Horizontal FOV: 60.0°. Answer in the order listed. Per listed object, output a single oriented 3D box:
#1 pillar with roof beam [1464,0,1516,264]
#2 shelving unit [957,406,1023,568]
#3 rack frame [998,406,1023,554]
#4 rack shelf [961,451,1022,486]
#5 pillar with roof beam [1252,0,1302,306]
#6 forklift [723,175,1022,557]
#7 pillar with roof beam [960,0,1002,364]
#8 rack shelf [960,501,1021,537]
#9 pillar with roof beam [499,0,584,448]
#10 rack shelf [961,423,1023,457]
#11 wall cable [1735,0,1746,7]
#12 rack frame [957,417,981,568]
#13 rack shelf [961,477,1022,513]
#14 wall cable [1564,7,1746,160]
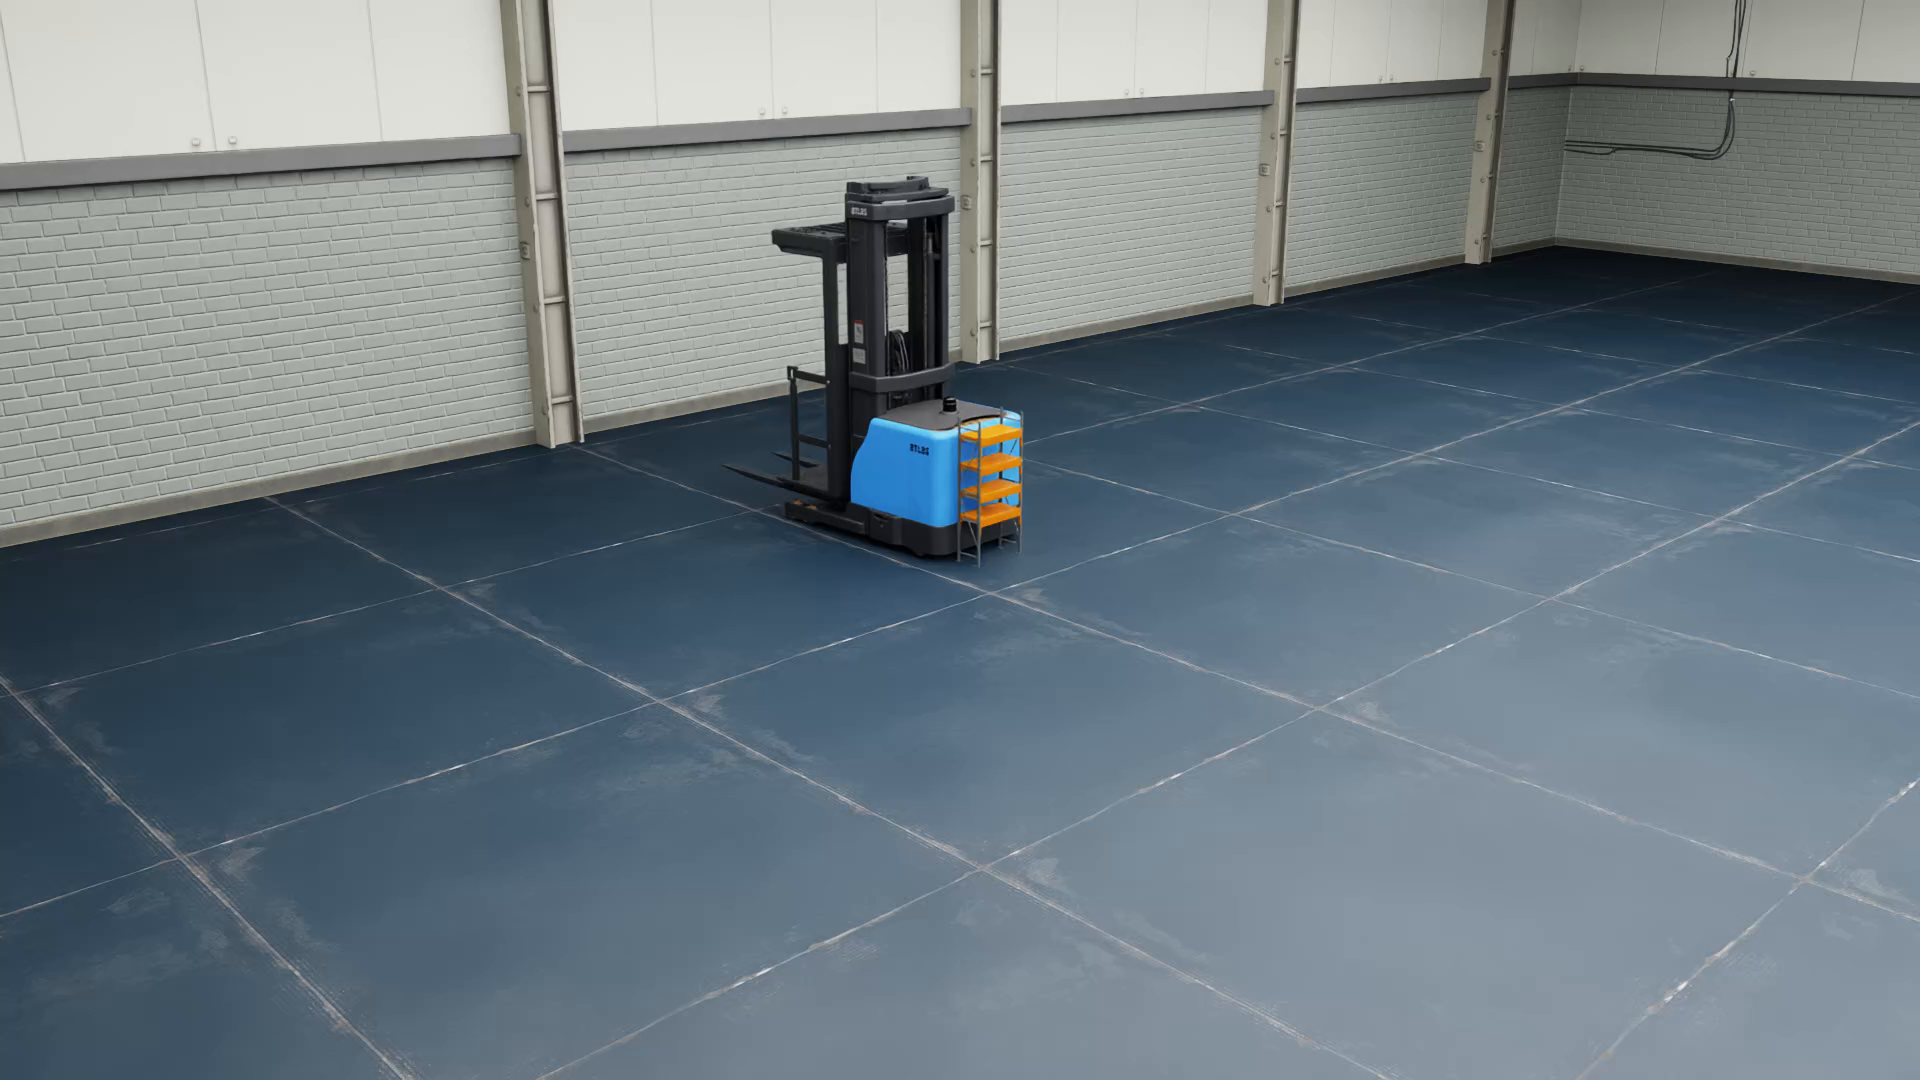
[{"bbox_3d":[11.927,-8.135,24.486,0.400,9.000,9.100,-16,24,-41],"label":"pillar with roof beam"},{"bbox_3d":[0.241,-0.426,13.351,0.258,1.200,0.503,17,25,41],"label":"shelving unit"},{"bbox_3d":[0.411,-0.480,13.518,0.240,1.200,0.015,17,25,41],"label":"rack frame"},{"bbox_3d":[0.242,-0.575,13.302,0.258,0.148,0.480,17,25,41],"label":"rack shelf"},{"bbox_3d":[7.567,-6.864,20.564,0.400,9.000,9.100,-16,24,-41],"label":"pillar with roof beam"},{"bbox_3d":[-0.886,-1.628,14.253,3.031,2.935,1.130,17,24,42],"label":"forklift"},{"bbox_3d":[3.208,-5.592,16.643,0.400,9.000,9.100,-16,24,-41],"label":"pillar with roof beam"},{"bbox_3d":[0.240,-0.174,13.434,0.258,0.148,0.480,17,25,41],"label":"rack shelf"},{"bbox_3d":[-1.152,-4.321,12.722,0.400,9.000,9.100,-16,24,-41],"label":"pillar with roof beam"},{"bbox_3d":[0.243,-0.799,13.229,0.258,0.148,0.480,17,25,41],"label":"rack shelf"},{"bbox_3d":[13.877,-9.747,26.303,0.112,2.526,3.097,-16,24,-41],"label":"wall cable"},{"bbox_3d":[0.071,-0.372,13.185,0.240,1.200,0.015,17,25,41],"label":"rack frame"},{"bbox_3d":[0.241,-0.362,13.372,0.258,0.148,0.480,17,25,41],"label":"rack shelf"},{"bbox_3d":[12.018,-7.951,28.951,0.112,2.526,3.097,-16,24,-41],"label":"wall cable"}]
